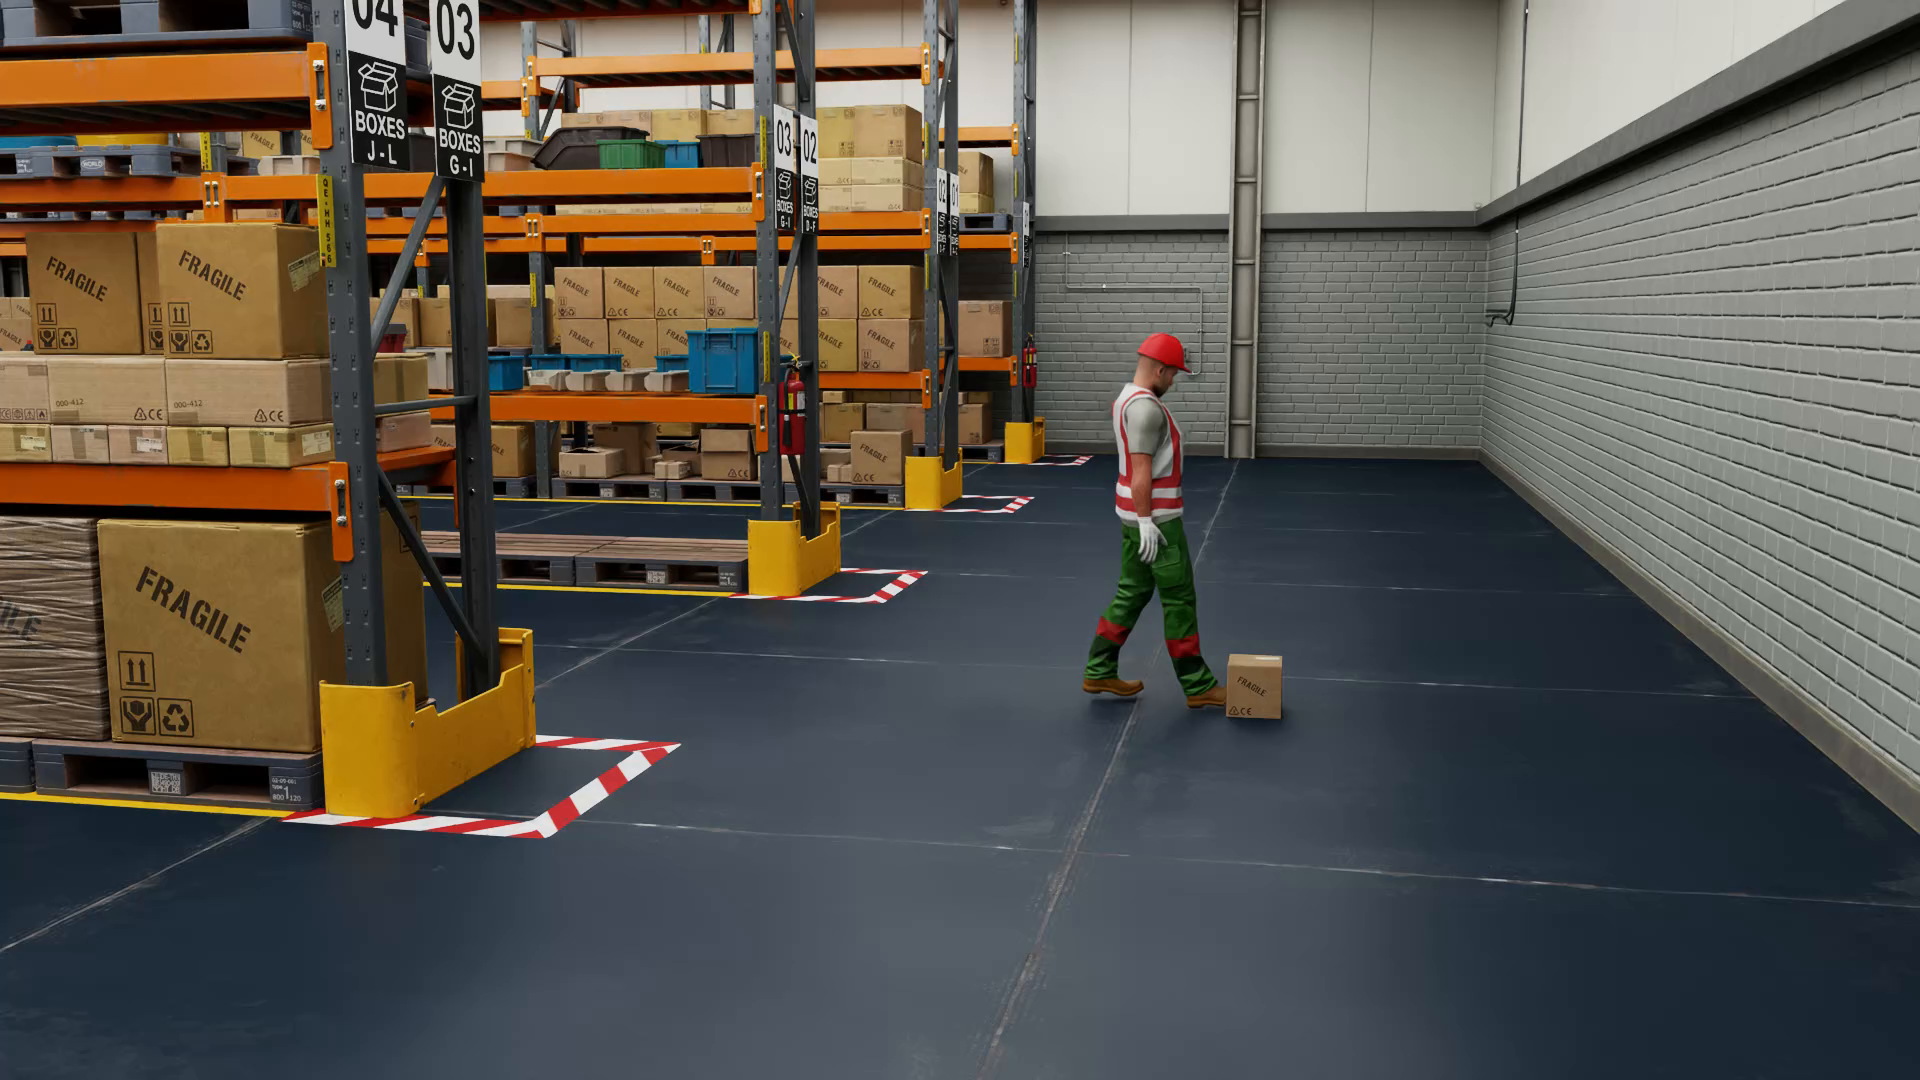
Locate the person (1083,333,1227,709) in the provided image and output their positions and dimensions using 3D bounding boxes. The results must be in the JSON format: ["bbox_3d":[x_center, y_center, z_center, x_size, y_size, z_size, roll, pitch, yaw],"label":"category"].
[{"bbox_3d":[0.983,-0.094,7.882,0.768,1.763,0.613,0,8,-1],"label":"person"}]
